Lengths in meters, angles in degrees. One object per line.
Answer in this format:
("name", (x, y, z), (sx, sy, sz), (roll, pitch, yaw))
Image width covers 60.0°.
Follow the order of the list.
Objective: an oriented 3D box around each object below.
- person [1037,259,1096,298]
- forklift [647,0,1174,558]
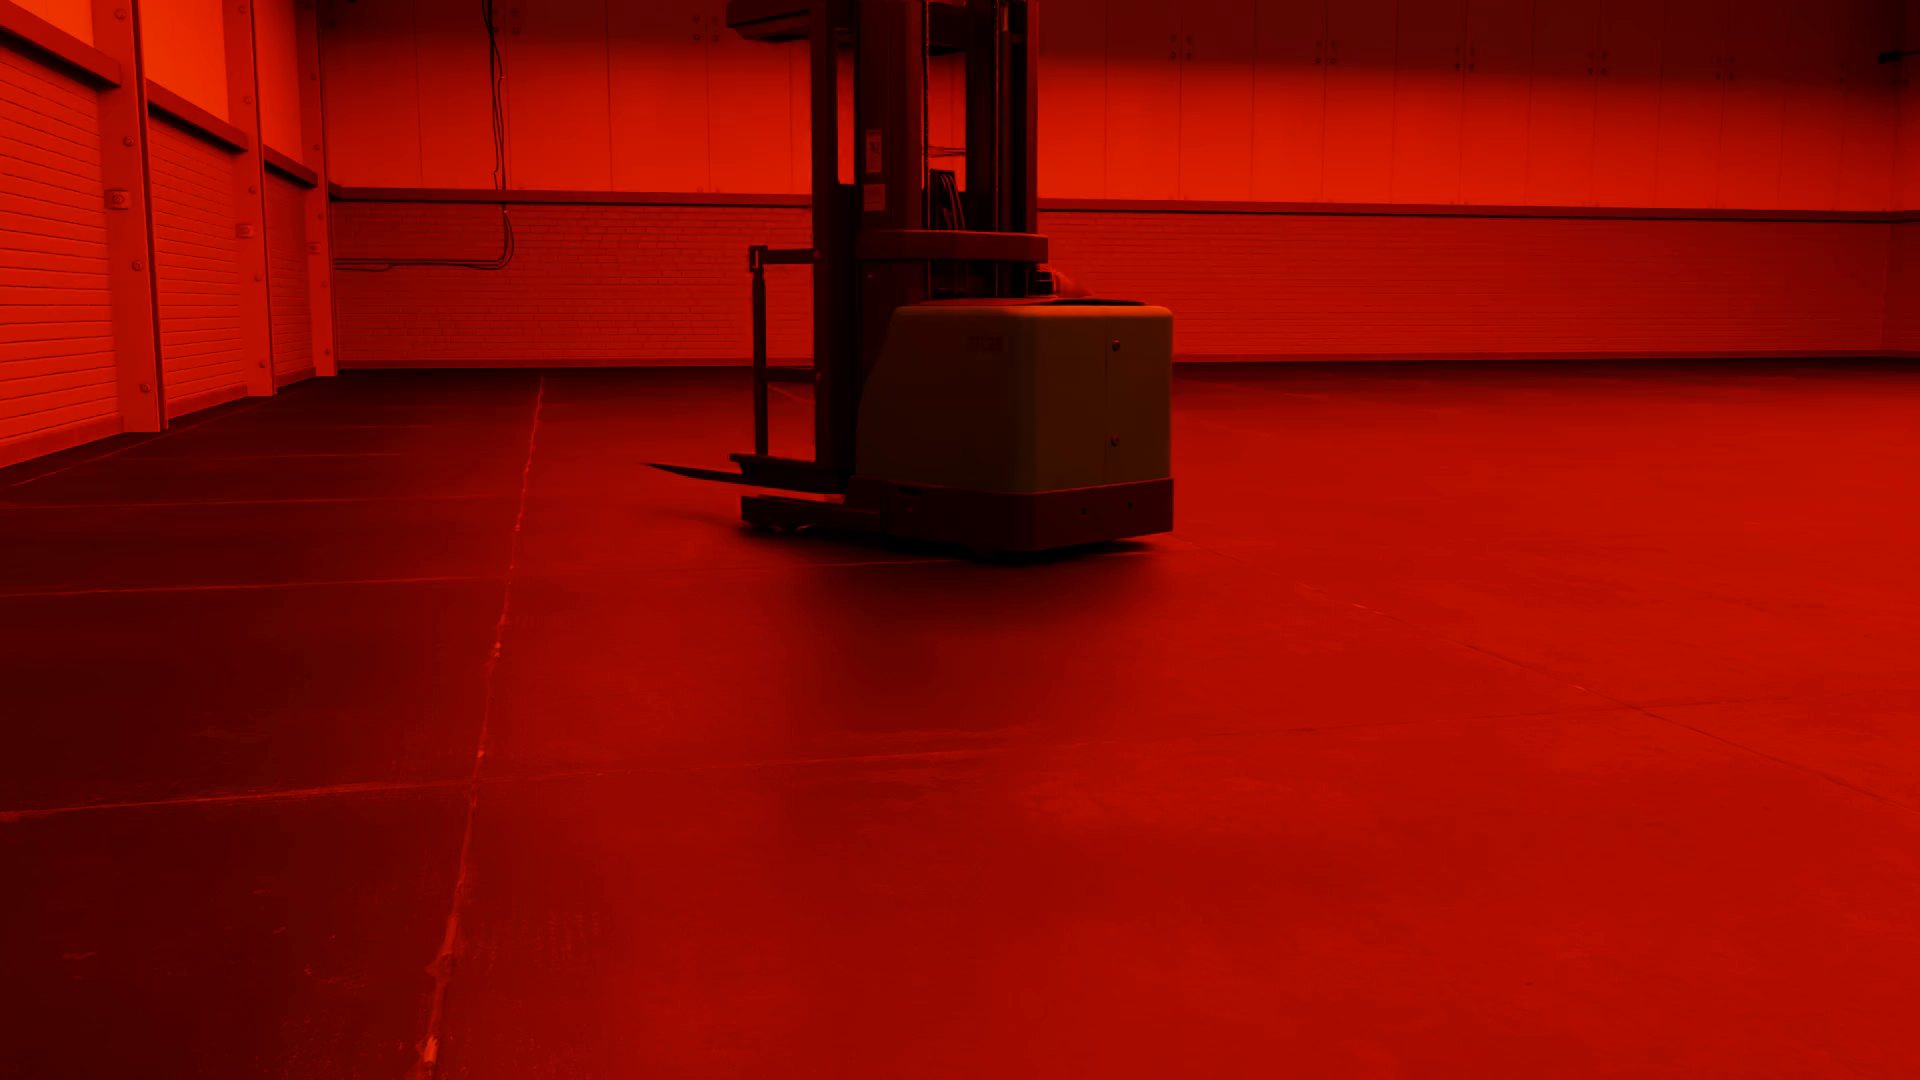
("person", (0.399, -0.860, 8.942), (1.236, 1.339, 0.930), (-1, 8, -7))
("forklift", (-0.420, -1.528, 8.050), (1.130, 2.935, 3.031), (-8, 11, -43))
